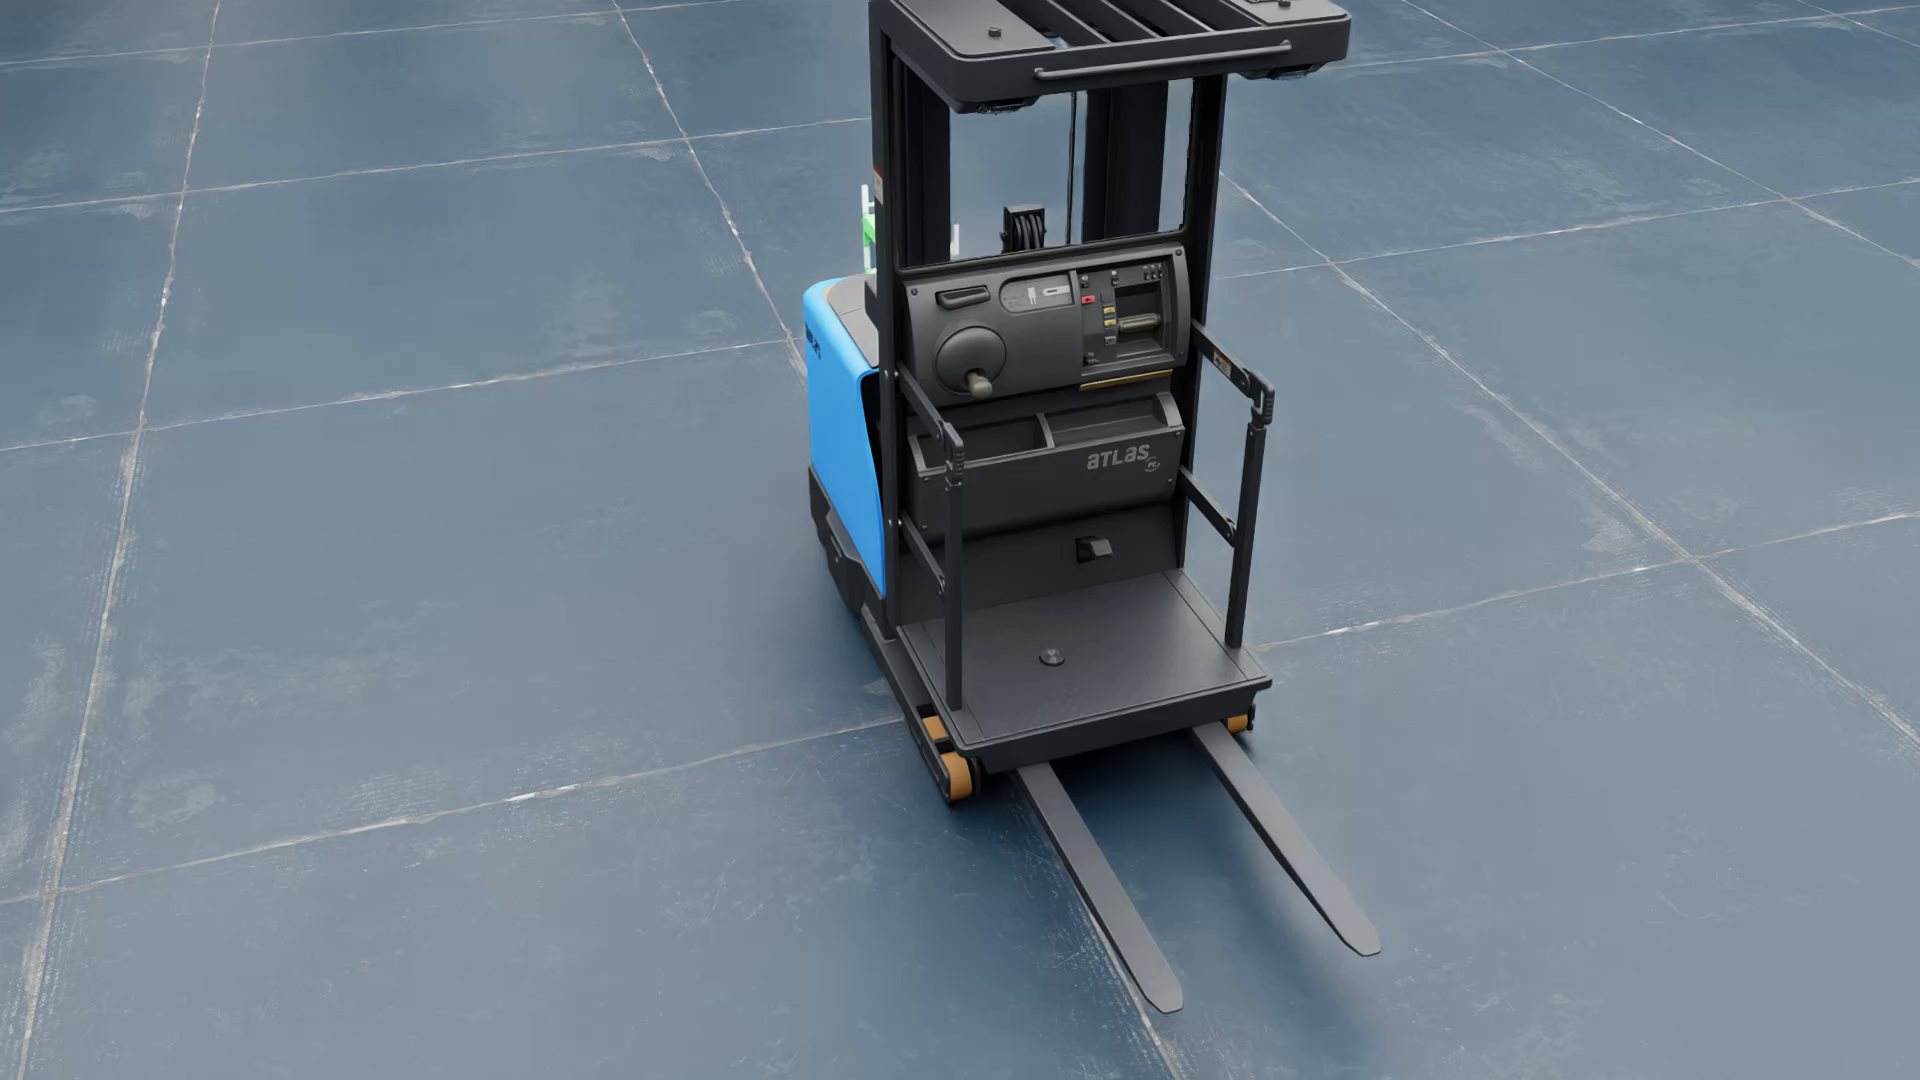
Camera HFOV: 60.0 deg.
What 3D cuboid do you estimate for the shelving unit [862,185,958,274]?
[{"bbox_3d":[-0.202,-0.828,6.914,0.258,1.200,0.503,-11,35,-16],"label":"shelving unit"}]

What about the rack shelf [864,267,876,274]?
[{"bbox_3d":[-0.202,-0.975,6.817,0.258,0.148,0.480,-11,35,-16],"label":"rack shelf"}]

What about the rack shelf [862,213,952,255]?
[{"bbox_3d":[-0.202,-1.175,6.685,0.258,0.148,0.480,-11,35,-16],"label":"rack shelf"}]

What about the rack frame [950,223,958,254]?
[{"bbox_3d":[-0.122,-0.701,6.722,0.240,1.200,0.015,-11,35,-16],"label":"rack frame"}]

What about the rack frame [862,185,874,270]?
[{"bbox_3d":[-0.283,-0.955,7.106,0.240,1.200,0.015,-11,35,-16],"label":"rack frame"}]

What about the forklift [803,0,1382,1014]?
[{"bbox_3d":[0.358,-0.622,5.033,1.130,2.935,3.031,-11,35,-16],"label":"forklift"}]
